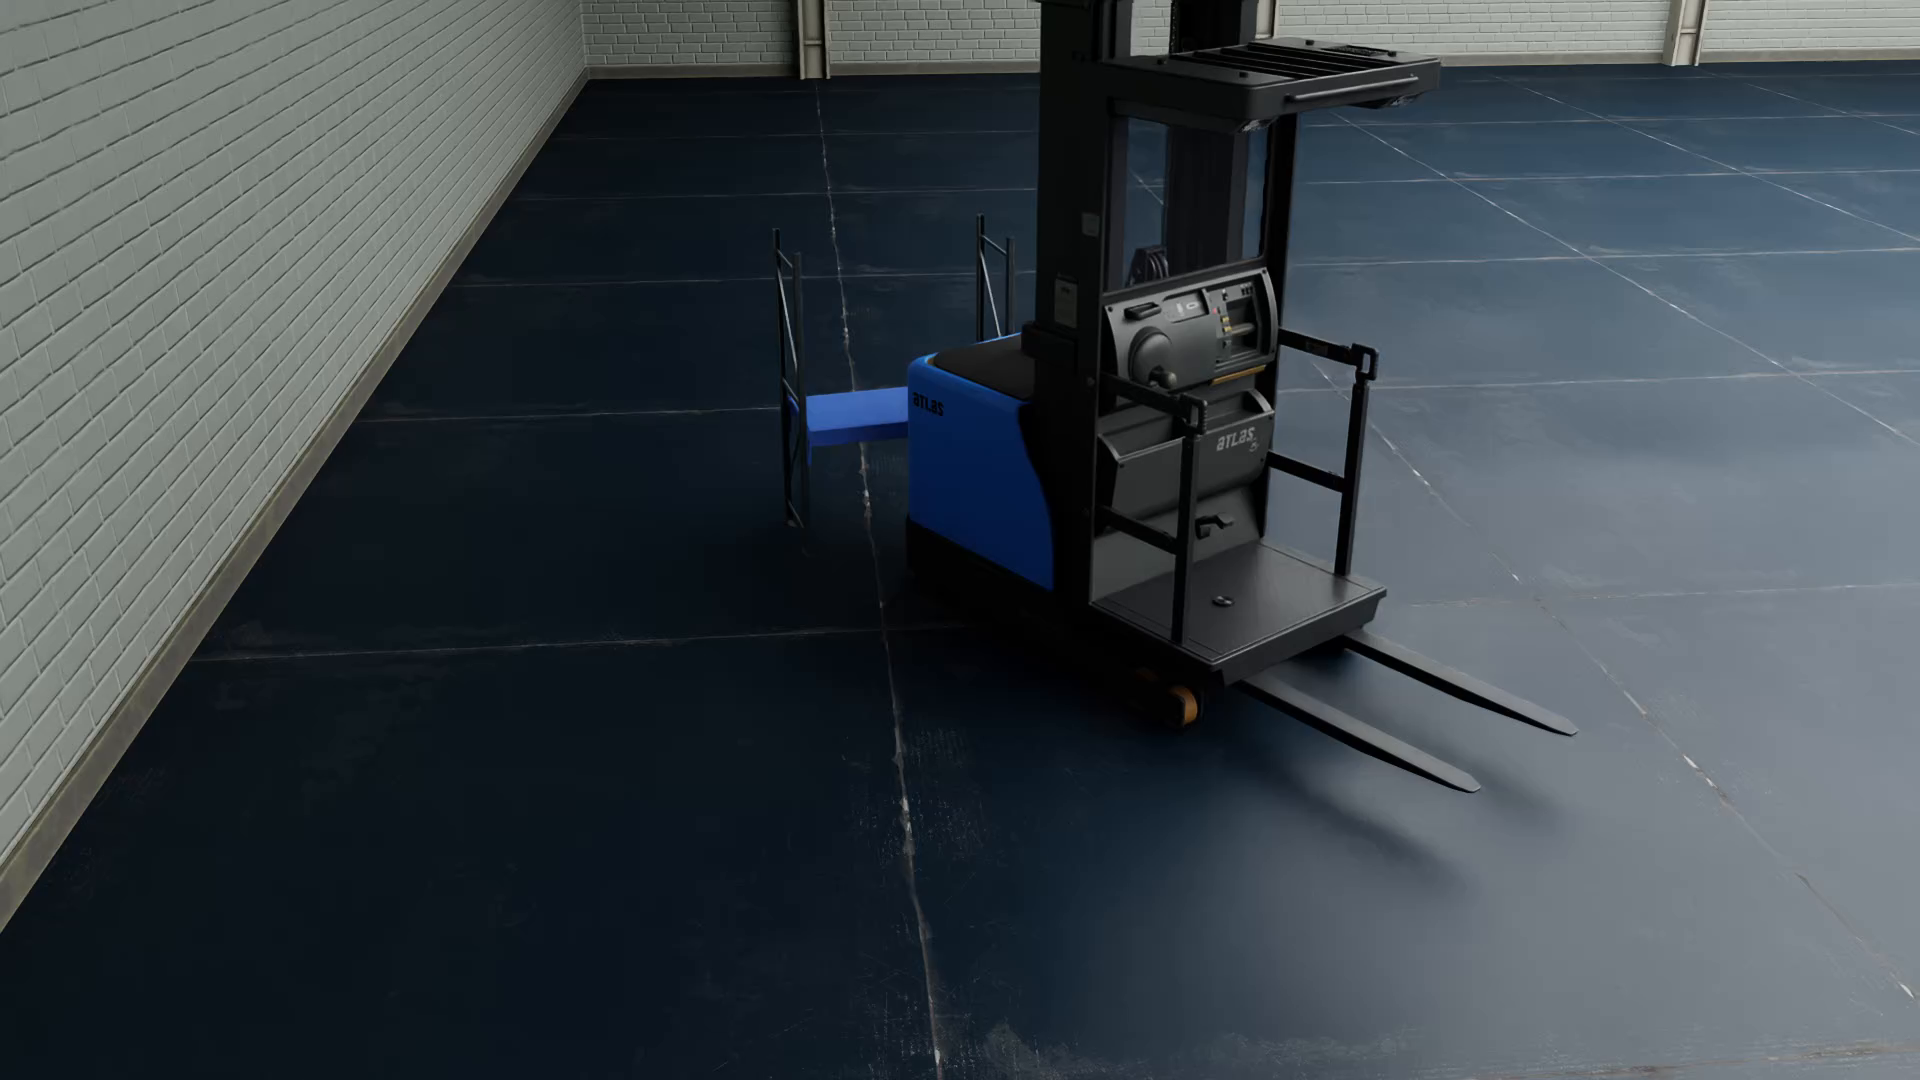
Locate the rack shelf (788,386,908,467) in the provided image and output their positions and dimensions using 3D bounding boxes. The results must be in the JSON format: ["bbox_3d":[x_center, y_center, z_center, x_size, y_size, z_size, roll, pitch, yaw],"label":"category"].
[{"bbox_3d":[-0.317,-0.590,8.175,1.000,0.185,0.538,-7,25,-16],"label":"rack shelf"}]

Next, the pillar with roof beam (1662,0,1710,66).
[{"bbox_3d":[10.440,-8.996,17.411,0.400,9.000,9.100,-2,24,-5],"label":"pillar with roof beam"}]

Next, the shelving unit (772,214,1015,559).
[{"bbox_3d":[-0.317,-0.755,8.102,1.048,1.500,0.538,-7,25,-16],"label":"shelving unit"}]

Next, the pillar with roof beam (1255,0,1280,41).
[{"bbox_3d":[4.469,-8.757,16.872,0.400,9.000,9.100,-2,24,-5],"label":"pillar with roof beam"}]

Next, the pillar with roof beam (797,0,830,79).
[{"bbox_3d":[-1.502,-8.517,16.333,0.400,9.000,9.100,-2,24,-5],"label":"pillar with roof beam"}]

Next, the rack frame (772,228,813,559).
[{"bbox_3d":[-0.803,-0.694,7.965,0.032,1.500,0.500,-7,25,-16],"label":"rack frame"}]

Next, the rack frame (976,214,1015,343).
[{"bbox_3d":[0.169,-0.815,8.238,0.032,1.500,0.500,-7,25,-16],"label":"rack frame"}]

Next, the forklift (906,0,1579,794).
[{"bbox_3d":[1.068,-0.826,6.499,1.130,2.935,3.031,-18,30,-35],"label":"forklift"}]
